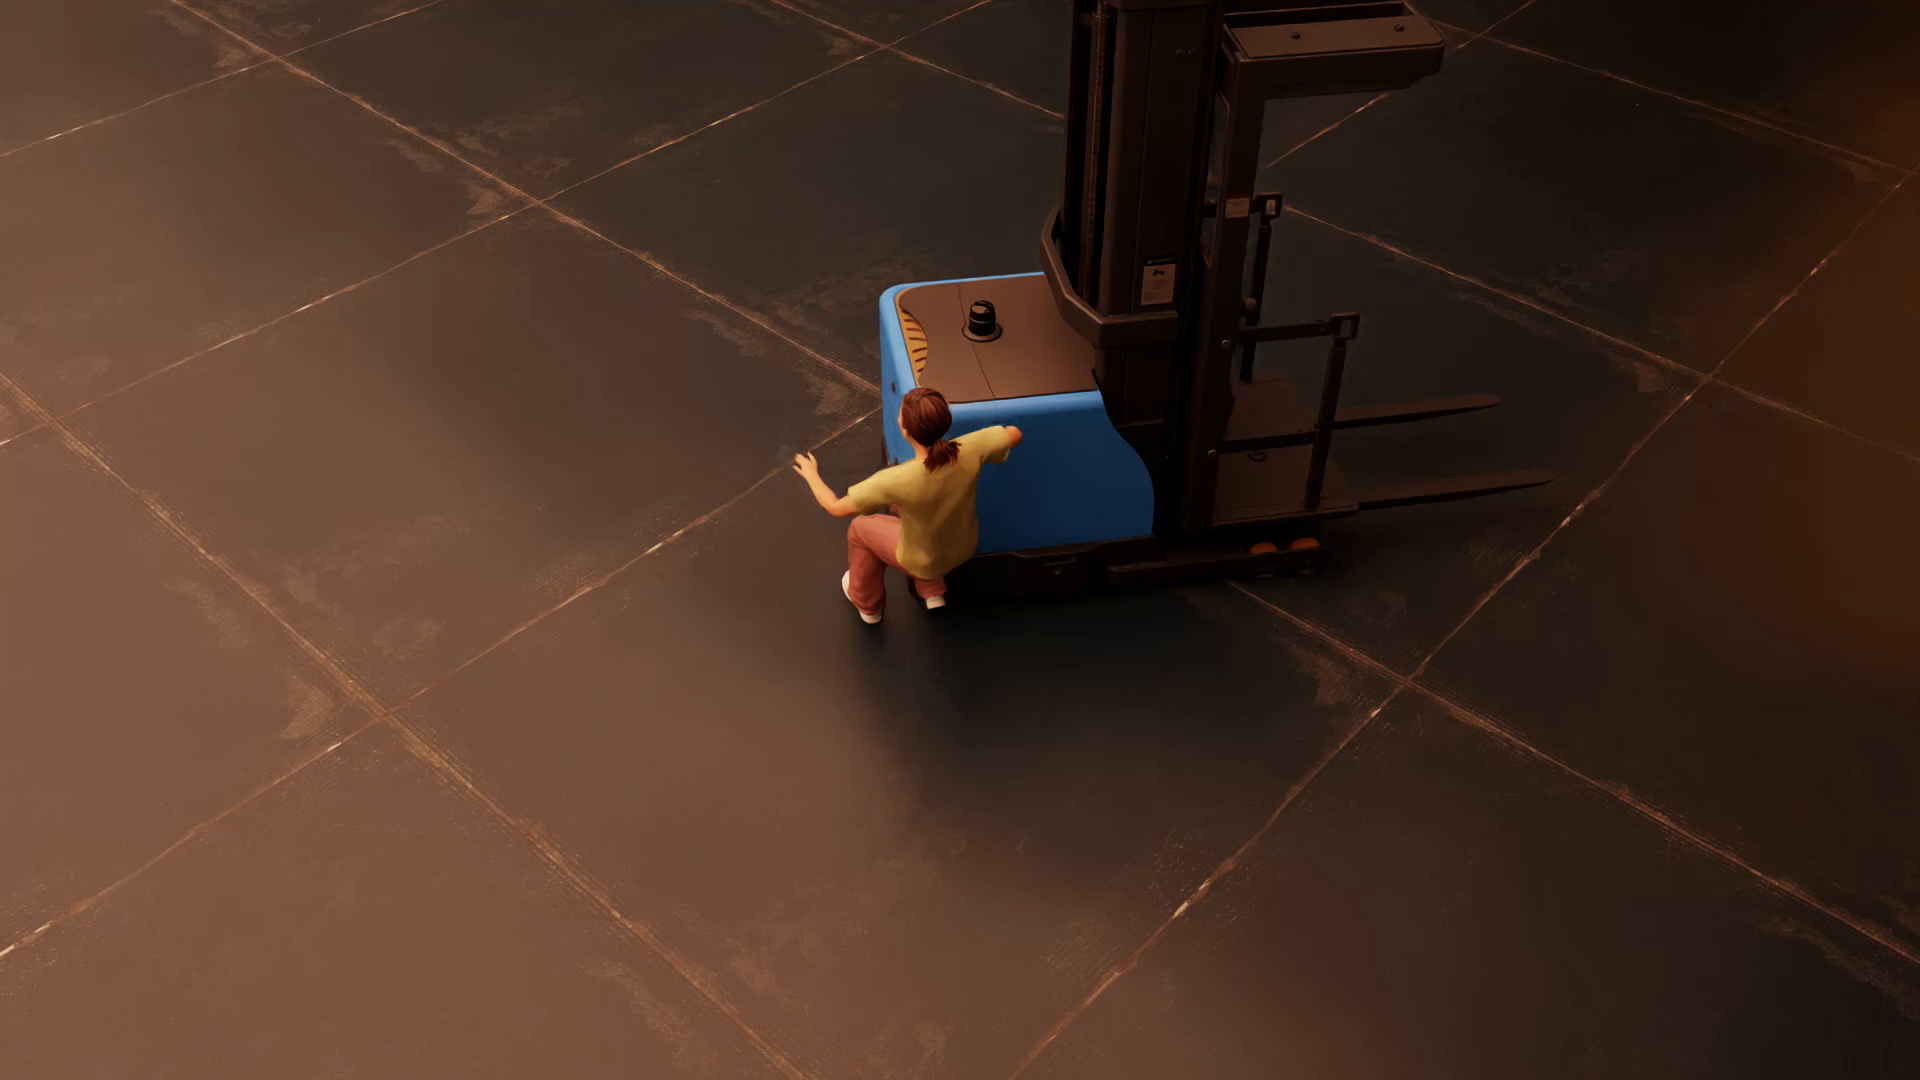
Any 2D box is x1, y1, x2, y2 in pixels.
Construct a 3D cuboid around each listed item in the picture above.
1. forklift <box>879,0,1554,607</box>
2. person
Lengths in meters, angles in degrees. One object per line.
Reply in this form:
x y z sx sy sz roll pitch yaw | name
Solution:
1.195 -1.274 6.913 3.031 2.935 1.130 -6 41 -7 | forklift
-0.234 -0.146 6.750 0.872 1.428 0.836 -29 49 -30 | person
